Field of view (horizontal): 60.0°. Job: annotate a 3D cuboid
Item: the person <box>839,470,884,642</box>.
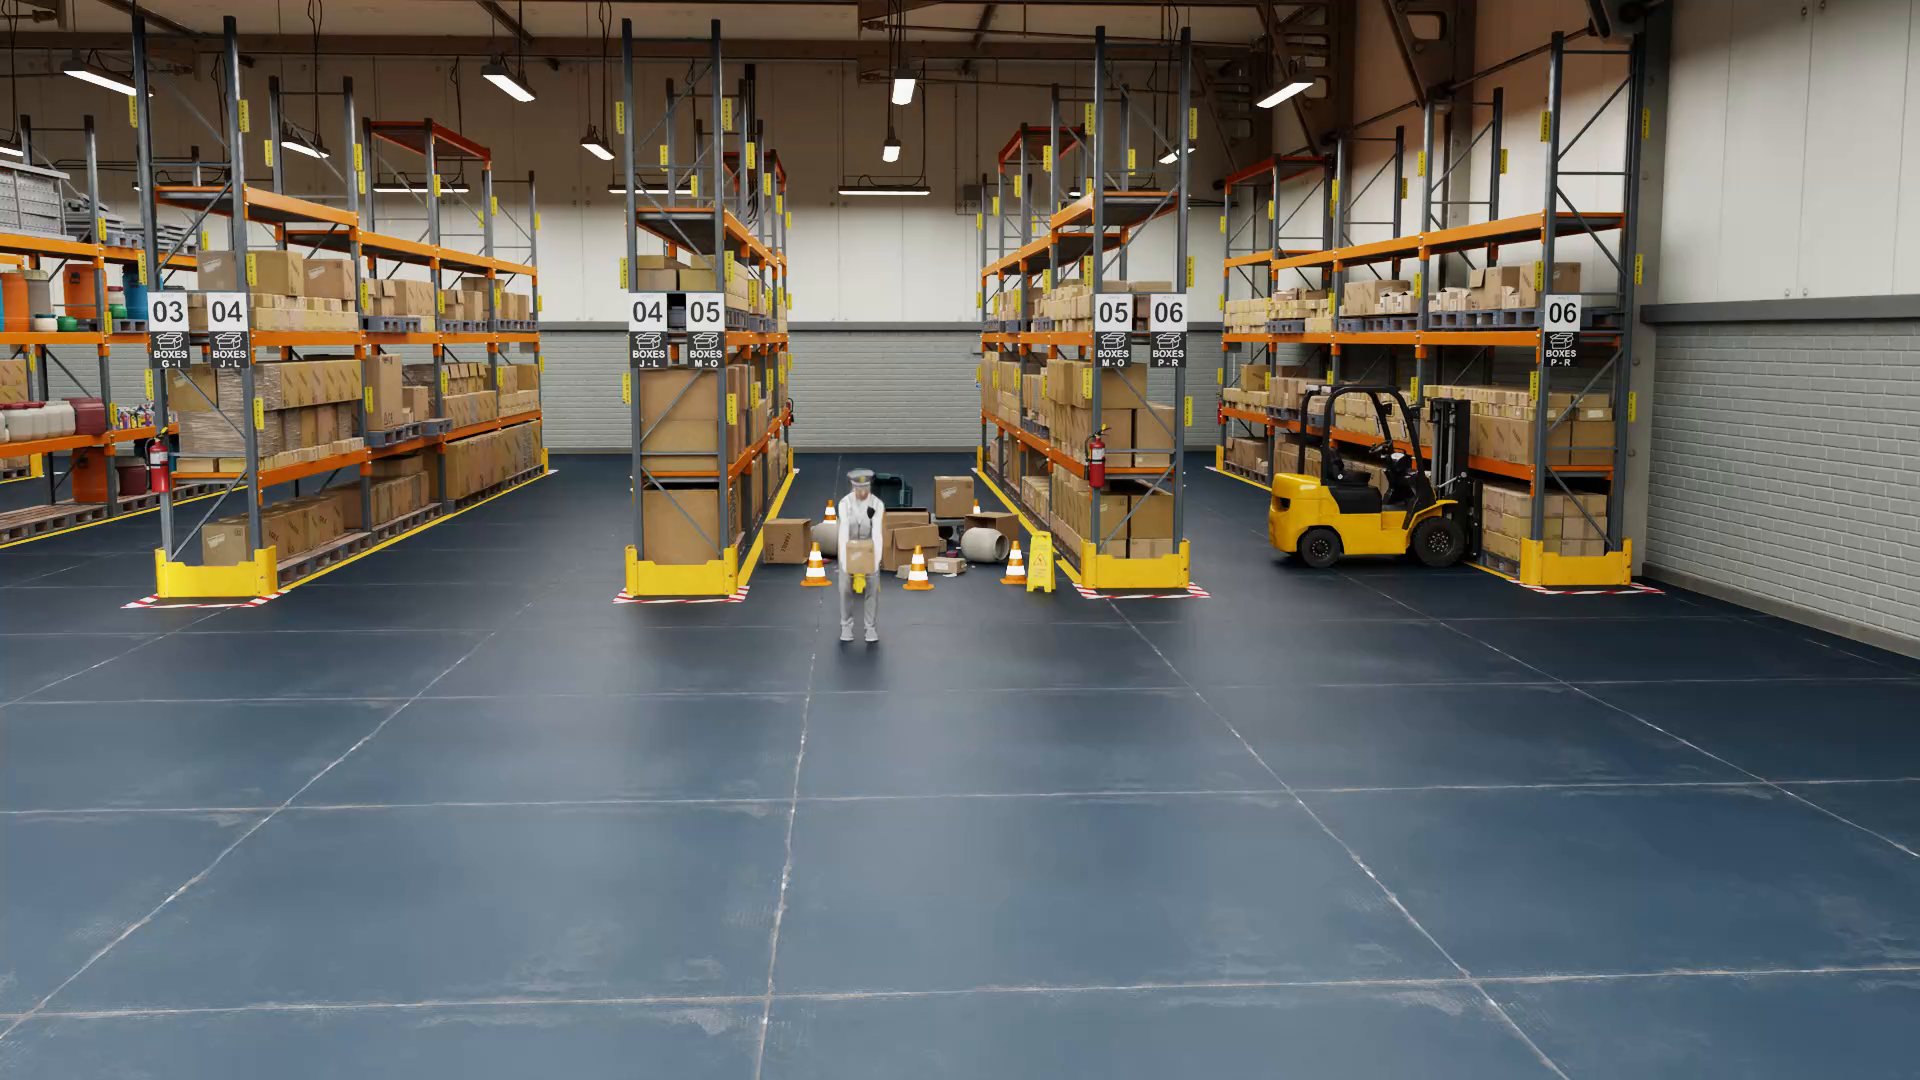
[{"bbox_3d":[-0.893,0.139,15.028,0.407,1.572,0.615,-1,7,-5],"label":"person"}]
